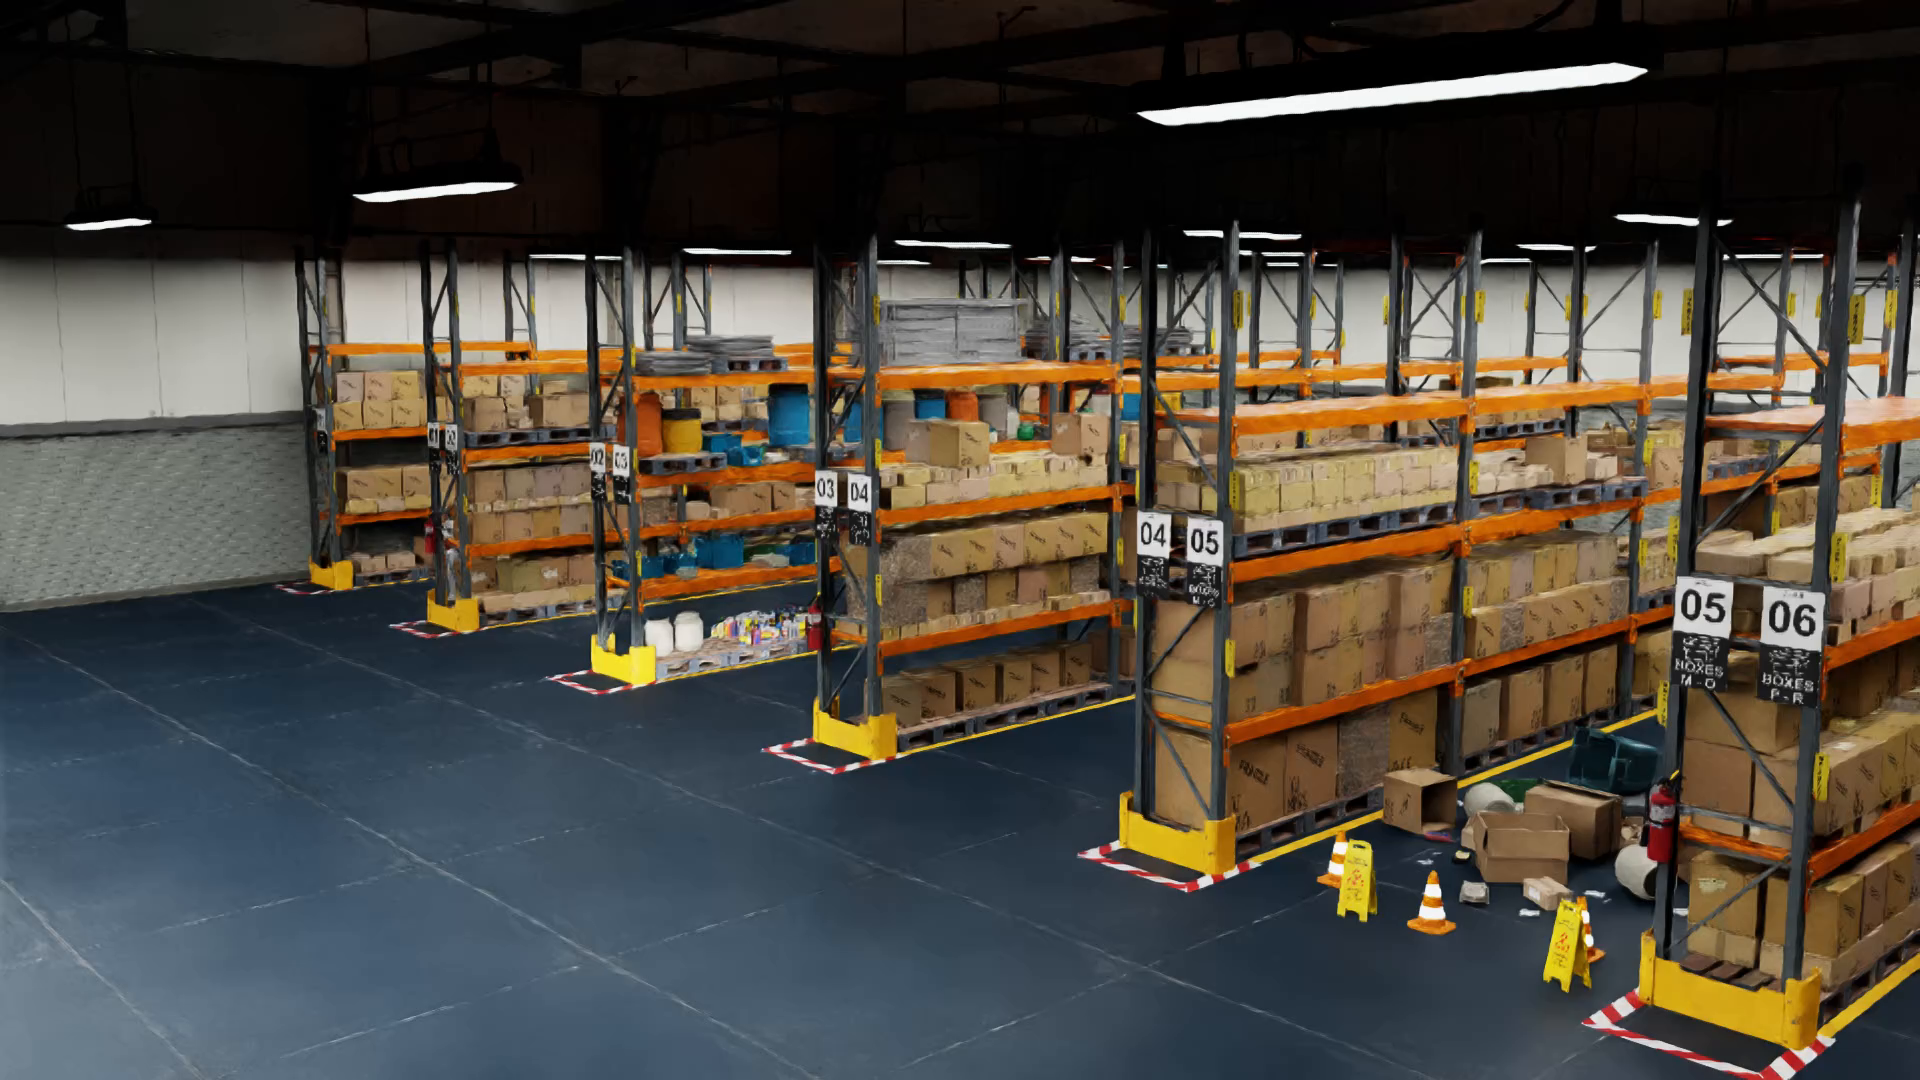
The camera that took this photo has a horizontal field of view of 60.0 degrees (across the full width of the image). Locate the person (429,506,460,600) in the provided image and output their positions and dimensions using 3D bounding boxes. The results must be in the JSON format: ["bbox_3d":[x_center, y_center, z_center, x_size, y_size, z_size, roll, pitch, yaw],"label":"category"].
[{"bbox_3d":[-8.698,0.200,28.458,0.643,1.608,0.794,5,10,29],"label":"person"}]

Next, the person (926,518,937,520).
[{"bbox_3d":[-0.374,0.409,25.096,0.628,1.610,0.729,3,9,18],"label":"person"}]
